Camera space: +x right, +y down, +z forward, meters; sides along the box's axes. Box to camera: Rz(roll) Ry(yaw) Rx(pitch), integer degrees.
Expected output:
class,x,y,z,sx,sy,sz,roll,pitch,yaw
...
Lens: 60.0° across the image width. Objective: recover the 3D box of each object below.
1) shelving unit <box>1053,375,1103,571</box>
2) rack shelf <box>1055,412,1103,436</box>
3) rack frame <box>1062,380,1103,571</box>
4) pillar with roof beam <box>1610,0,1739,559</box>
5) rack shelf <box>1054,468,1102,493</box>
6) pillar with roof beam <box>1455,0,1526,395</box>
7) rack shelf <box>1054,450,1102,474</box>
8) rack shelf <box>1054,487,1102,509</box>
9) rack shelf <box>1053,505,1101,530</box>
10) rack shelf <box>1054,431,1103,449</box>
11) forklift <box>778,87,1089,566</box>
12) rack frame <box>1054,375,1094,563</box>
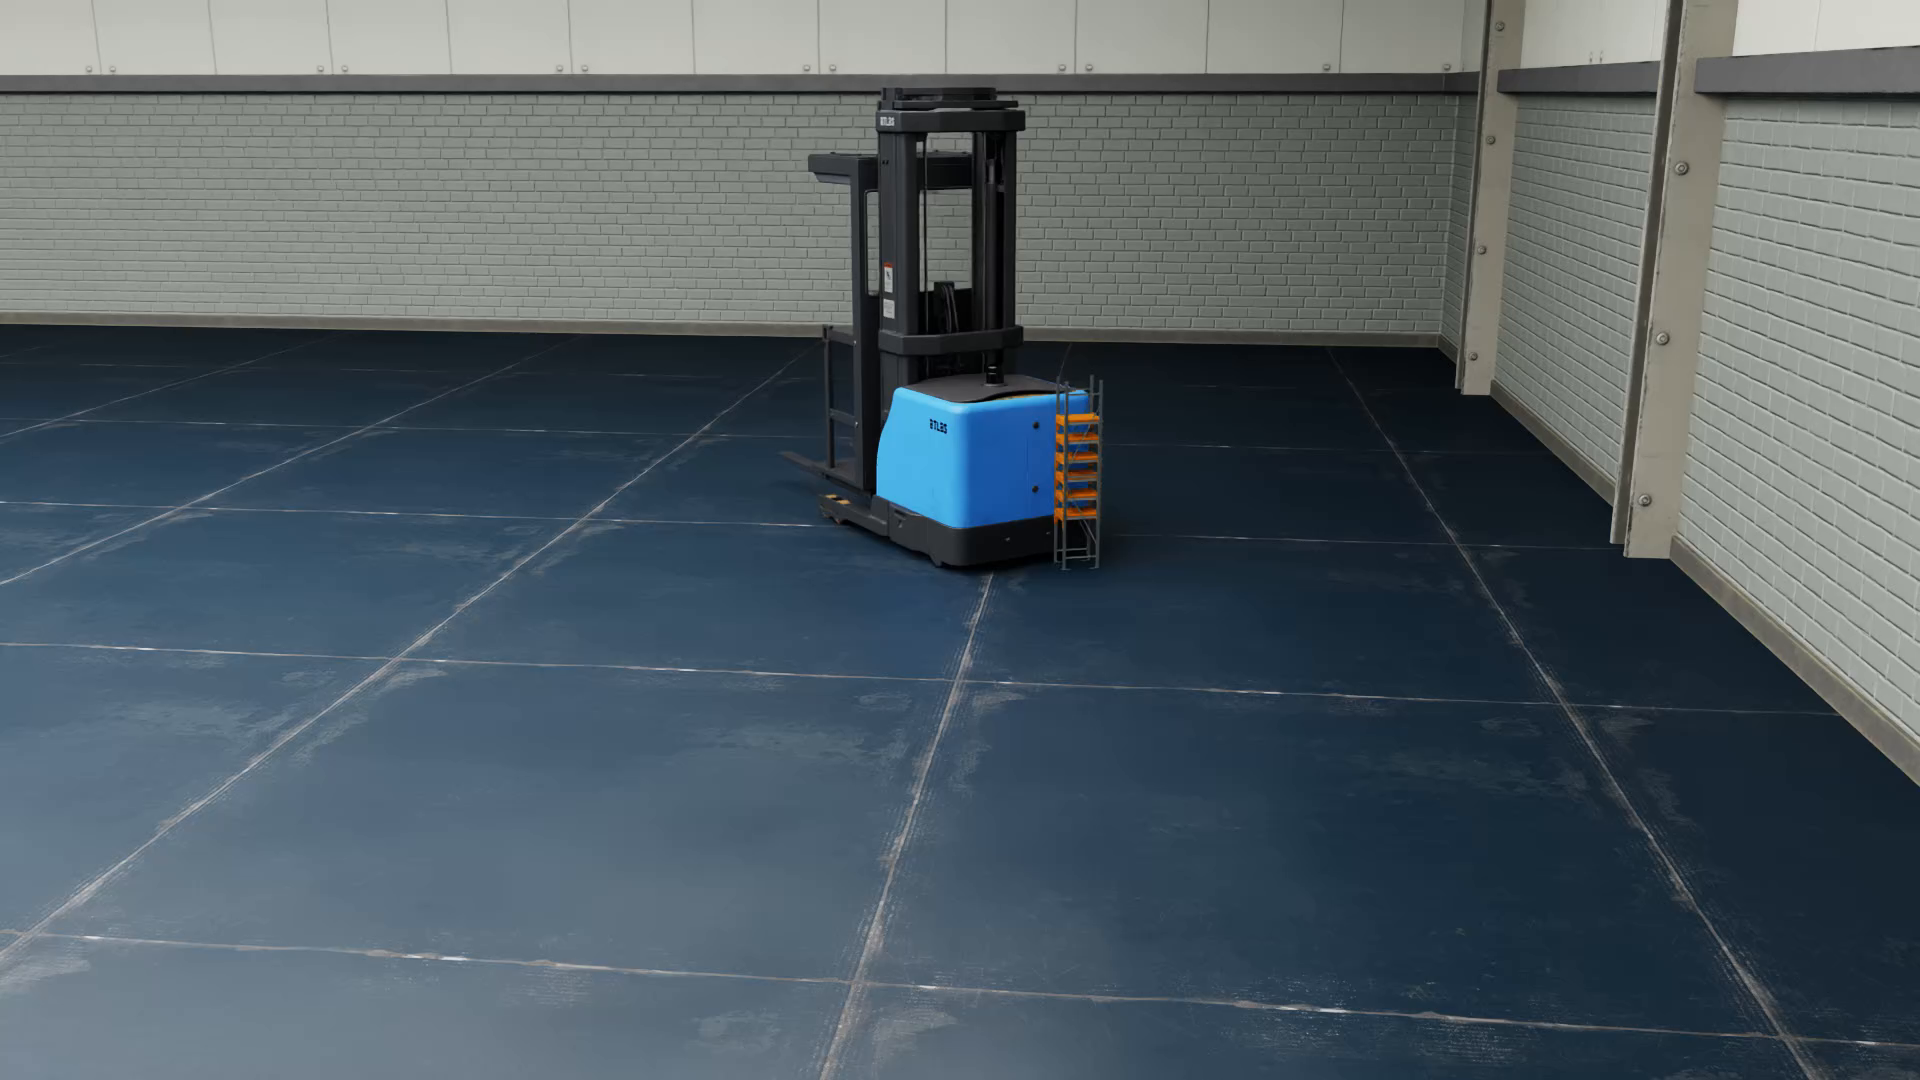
class,x,y,z,sx,sy,sz,roll,pitch,yaw
shelving unit,0.738,-0.416,10.402,0.258,1.200,0.189,-4,16,-13
rack shelf,0.738,-0.721,10.320,0.258,0.103,0.180,-4,16,-13
rack frame,0.760,-0.393,10.316,0.240,1.200,0.006,-4,16,-13
pillar with roof beam,0.201,-4.406,10.217,9.100,9.000,0.400,2,15,6
rack shelf,0.738,-0.373,10.414,0.258,0.103,0.180,-4,16,-13
pillar with roof beam,0.878,-5.962,15.972,9.100,9.000,0.400,2,15,6
rack shelf,0.738,-0.489,10.383,0.258,0.103,0.180,-4,16,-13
rack shelf,0.738,-0.257,10.445,0.258,0.103,0.180,-4,16,-13
rack shelf,0.738,-0.142,10.476,0.258,0.103,0.180,-4,16,-13
rack shelf,0.738,-0.605,10.351,0.258,0.103,0.180,-4,16,-13
forklift,-0.346,-1.584,11.404,1.130,2.935,3.031,-9,17,-29
rack frame,0.716,-0.439,10.488,0.240,1.200,0.006,-4,16,-13
